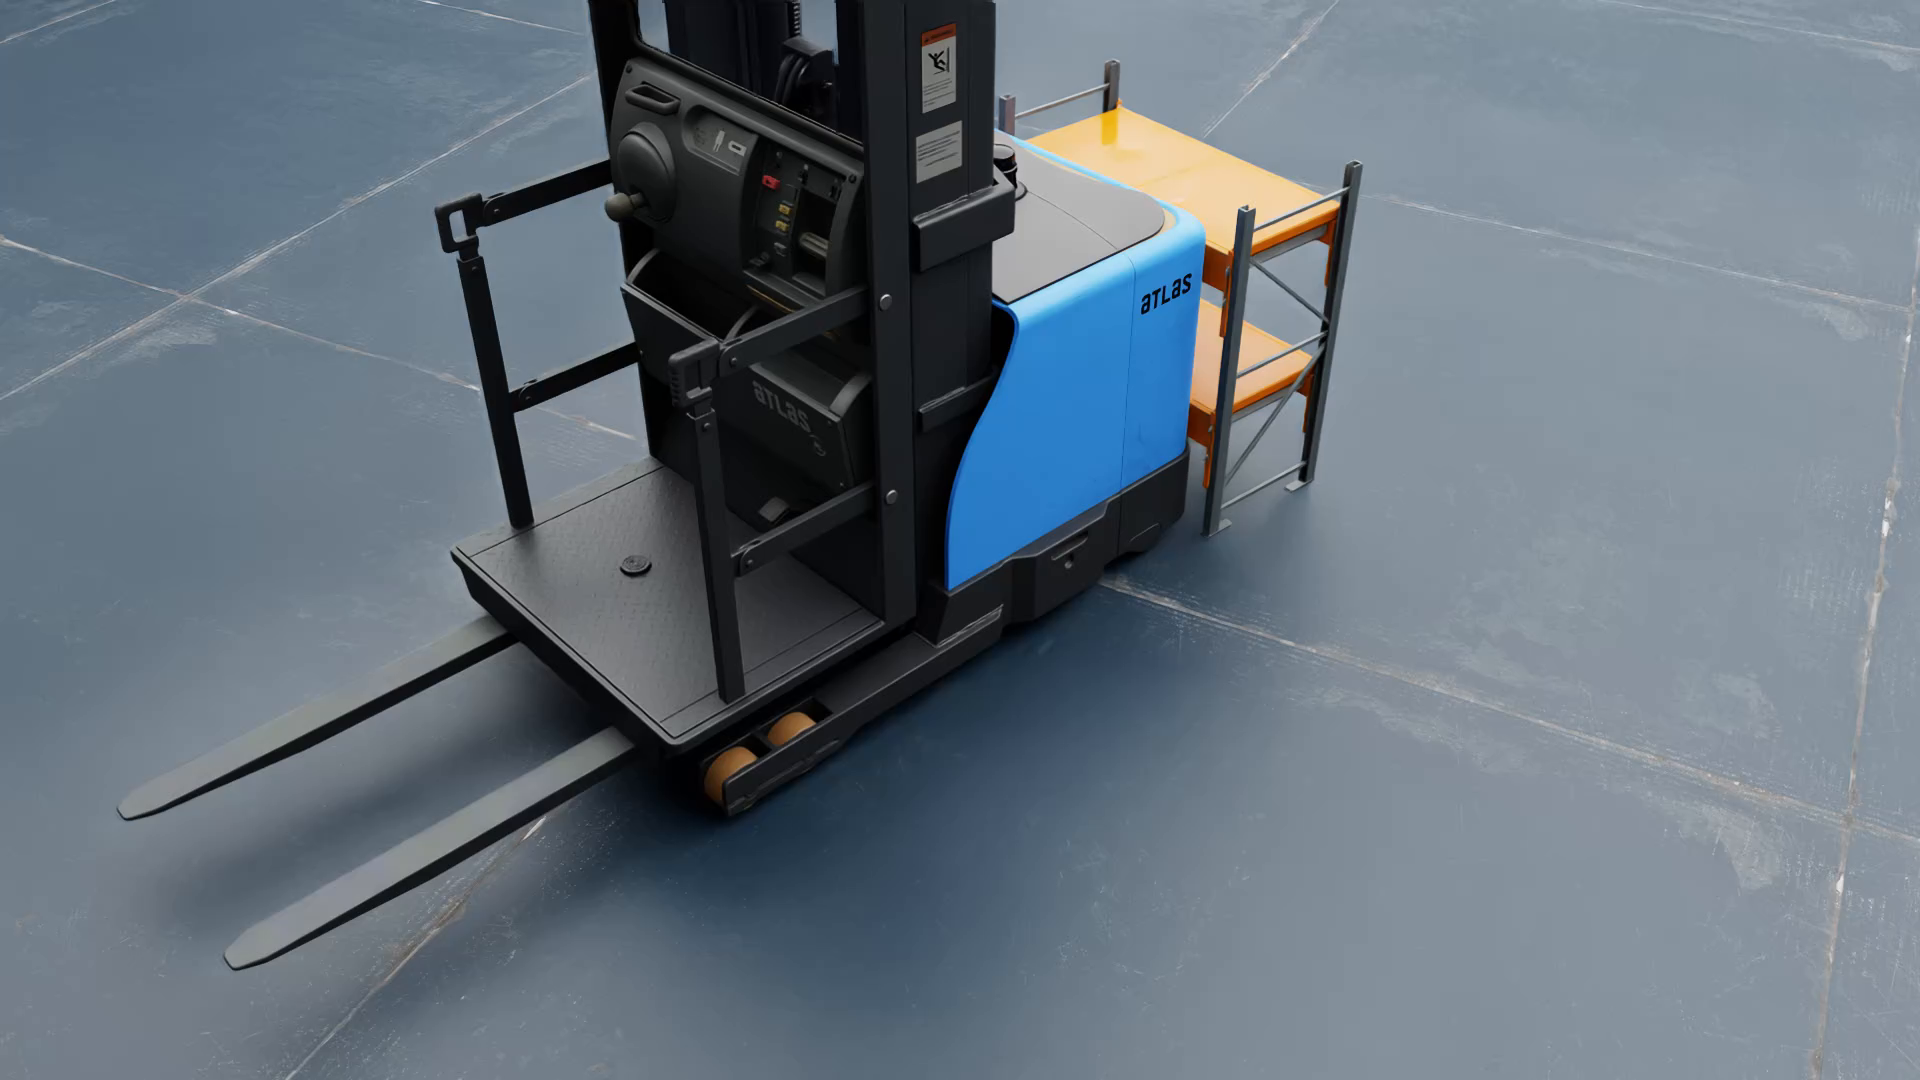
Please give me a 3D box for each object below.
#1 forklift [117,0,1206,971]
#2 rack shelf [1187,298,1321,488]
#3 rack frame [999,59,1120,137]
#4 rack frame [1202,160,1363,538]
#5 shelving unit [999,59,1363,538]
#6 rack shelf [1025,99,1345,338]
[{"bbox_3d":[-0.711,-0.819,3.905,3.031,2.935,1.130,-29,46,-33],"label":"forklift"},{"bbox_3d":[0.648,-0.601,5.516,0.538,0.278,1.000,-26,44,-30],"label":"rack shelf"},{"bbox_3d":[0.325,-1.033,5.681,0.500,1.125,0.032,-26,44,-30],"label":"rack frame"},{"bbox_3d":[0.970,-0.558,5.055,0.500,1.125,0.032,-26,44,-30],"label":"rack frame"},{"bbox_3d":[0.648,-0.796,5.368,0.538,1.125,1.048,-26,44,-30],"label":"shelving unit"},{"bbox_3d":[0.648,-1.029,5.191,0.538,0.278,1.000,-26,44,-30],"label":"rack shelf"}]
